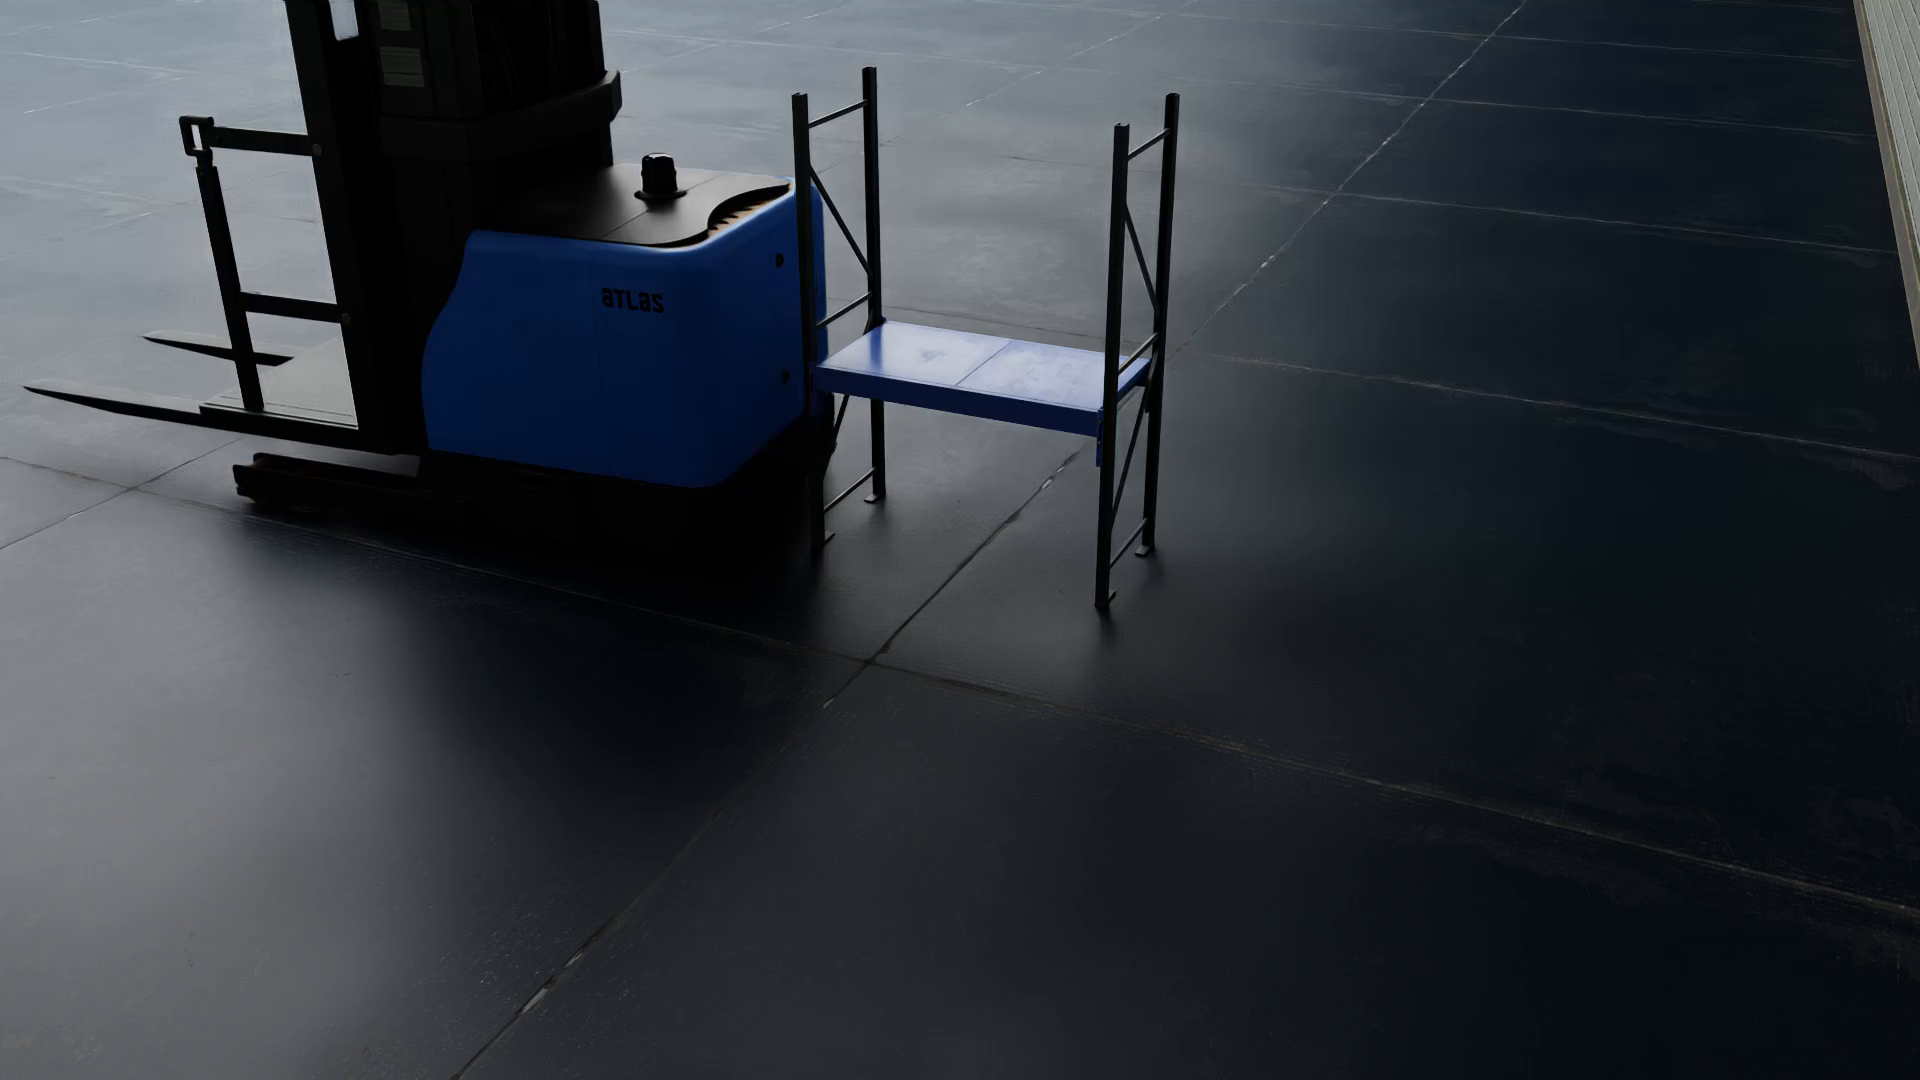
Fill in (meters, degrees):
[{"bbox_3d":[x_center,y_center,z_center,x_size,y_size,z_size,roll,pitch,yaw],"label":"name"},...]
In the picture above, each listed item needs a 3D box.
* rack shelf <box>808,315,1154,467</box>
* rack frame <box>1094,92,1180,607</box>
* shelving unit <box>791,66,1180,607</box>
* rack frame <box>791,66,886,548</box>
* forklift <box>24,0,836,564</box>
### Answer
[{"bbox_3d":[0.078,-0.496,5.368,1.000,0.185,0.538,11,28,22],"label":"rack shelf"},{"bbox_3d":[0.540,-0.564,5.100,0.032,1.500,0.500,11,28,22],"label":"rack frame"},{"bbox_3d":[0.078,-0.657,5.289,1.048,1.500,0.538,11,28,22],"label":"shelving unit"},{"bbox_3d":[-0.385,-0.750,5.477,0.032,1.500,0.500,11,28,22],"label":"rack frame"},{"bbox_3d":[-2.034,-1.619,5.621,3.031,2.935,1.130,9,28,17],"label":"forklift"}]
